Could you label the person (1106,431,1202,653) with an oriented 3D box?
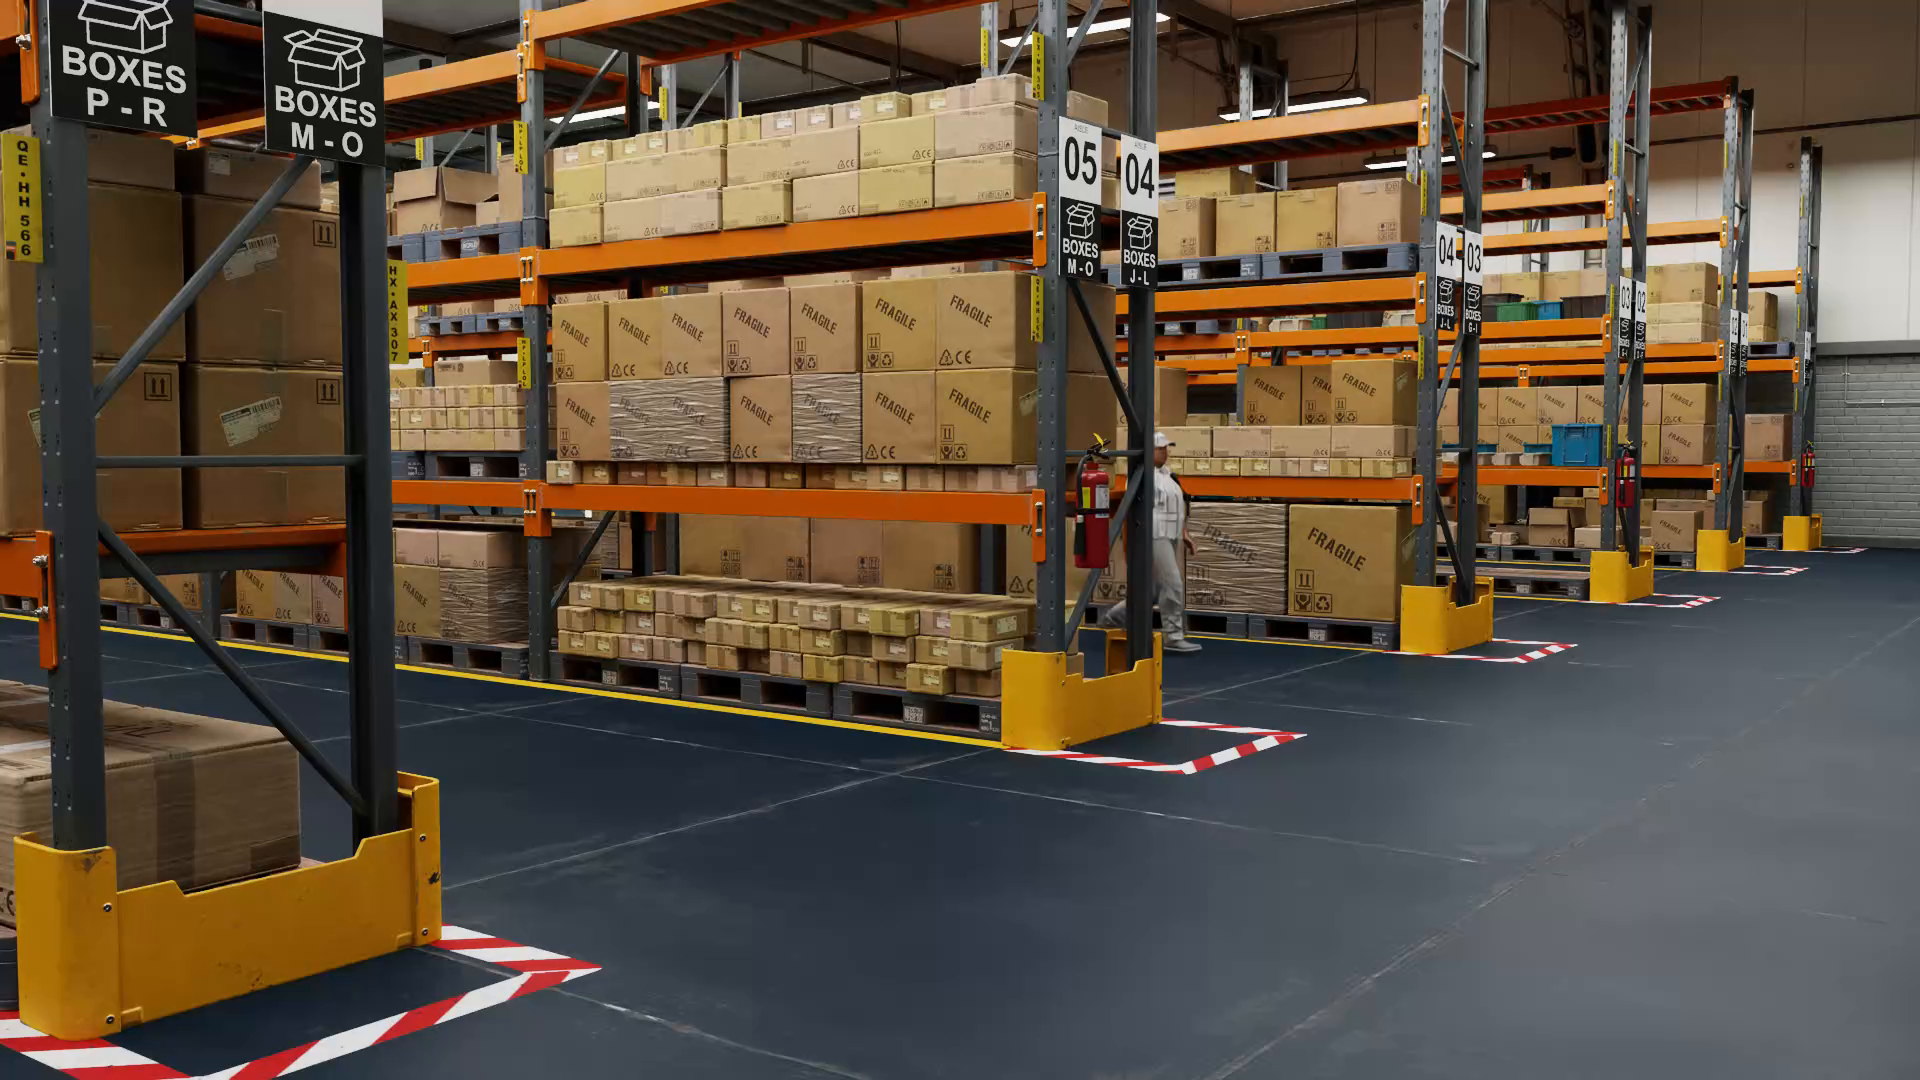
[{"bbox_3d":[1.446,-0.002,12.468,0.905,1.621,0.478,2,4,34],"label":"person"}]
